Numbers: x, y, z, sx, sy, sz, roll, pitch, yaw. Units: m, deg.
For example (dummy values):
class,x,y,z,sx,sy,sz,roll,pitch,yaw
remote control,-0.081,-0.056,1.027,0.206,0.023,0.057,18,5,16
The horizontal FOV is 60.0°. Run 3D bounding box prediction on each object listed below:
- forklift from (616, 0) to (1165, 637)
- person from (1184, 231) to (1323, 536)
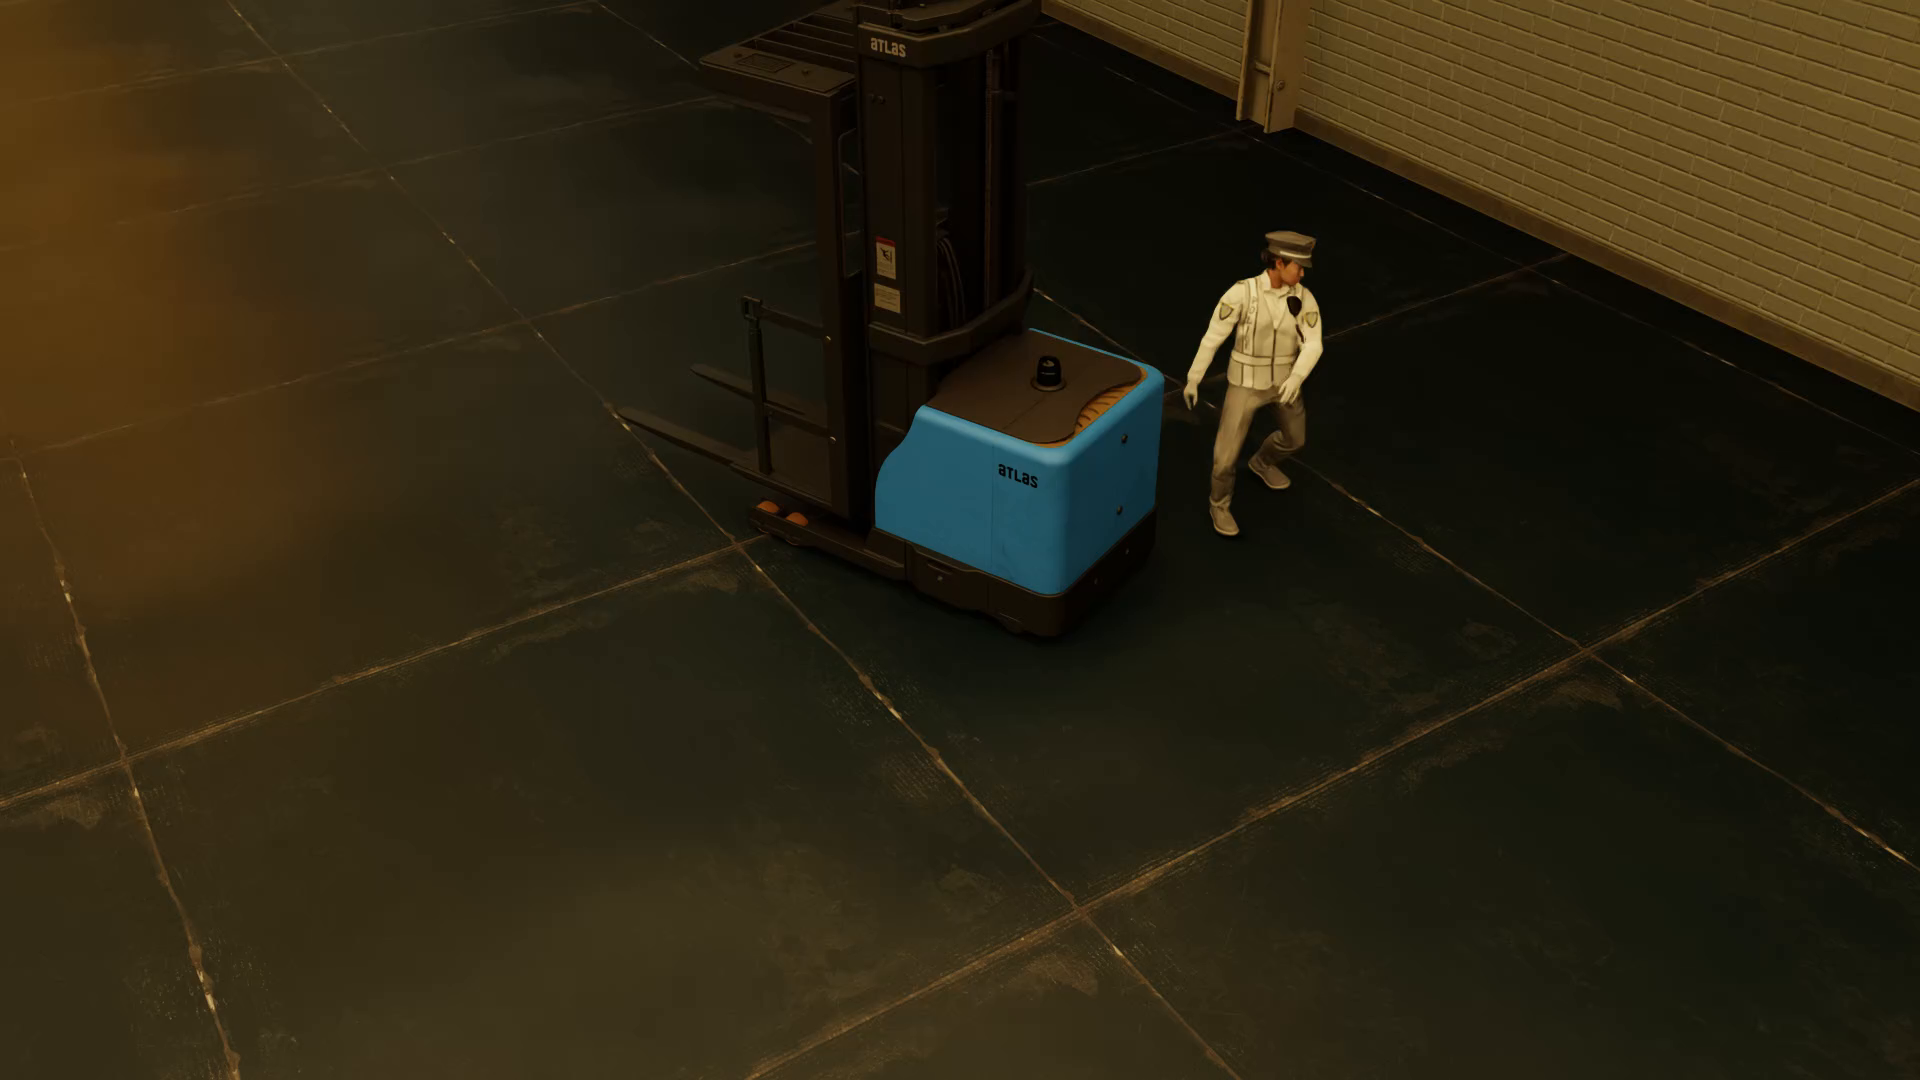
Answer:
class,x,y,z,sx,sy,sz,roll,pitch,yaw
forklift,-0.500,-1.399,8.138,3.031,2.935,1.130,22,41,28
person,1.500,-0.777,8.442,0.724,1.548,0.780,-8,36,-12
